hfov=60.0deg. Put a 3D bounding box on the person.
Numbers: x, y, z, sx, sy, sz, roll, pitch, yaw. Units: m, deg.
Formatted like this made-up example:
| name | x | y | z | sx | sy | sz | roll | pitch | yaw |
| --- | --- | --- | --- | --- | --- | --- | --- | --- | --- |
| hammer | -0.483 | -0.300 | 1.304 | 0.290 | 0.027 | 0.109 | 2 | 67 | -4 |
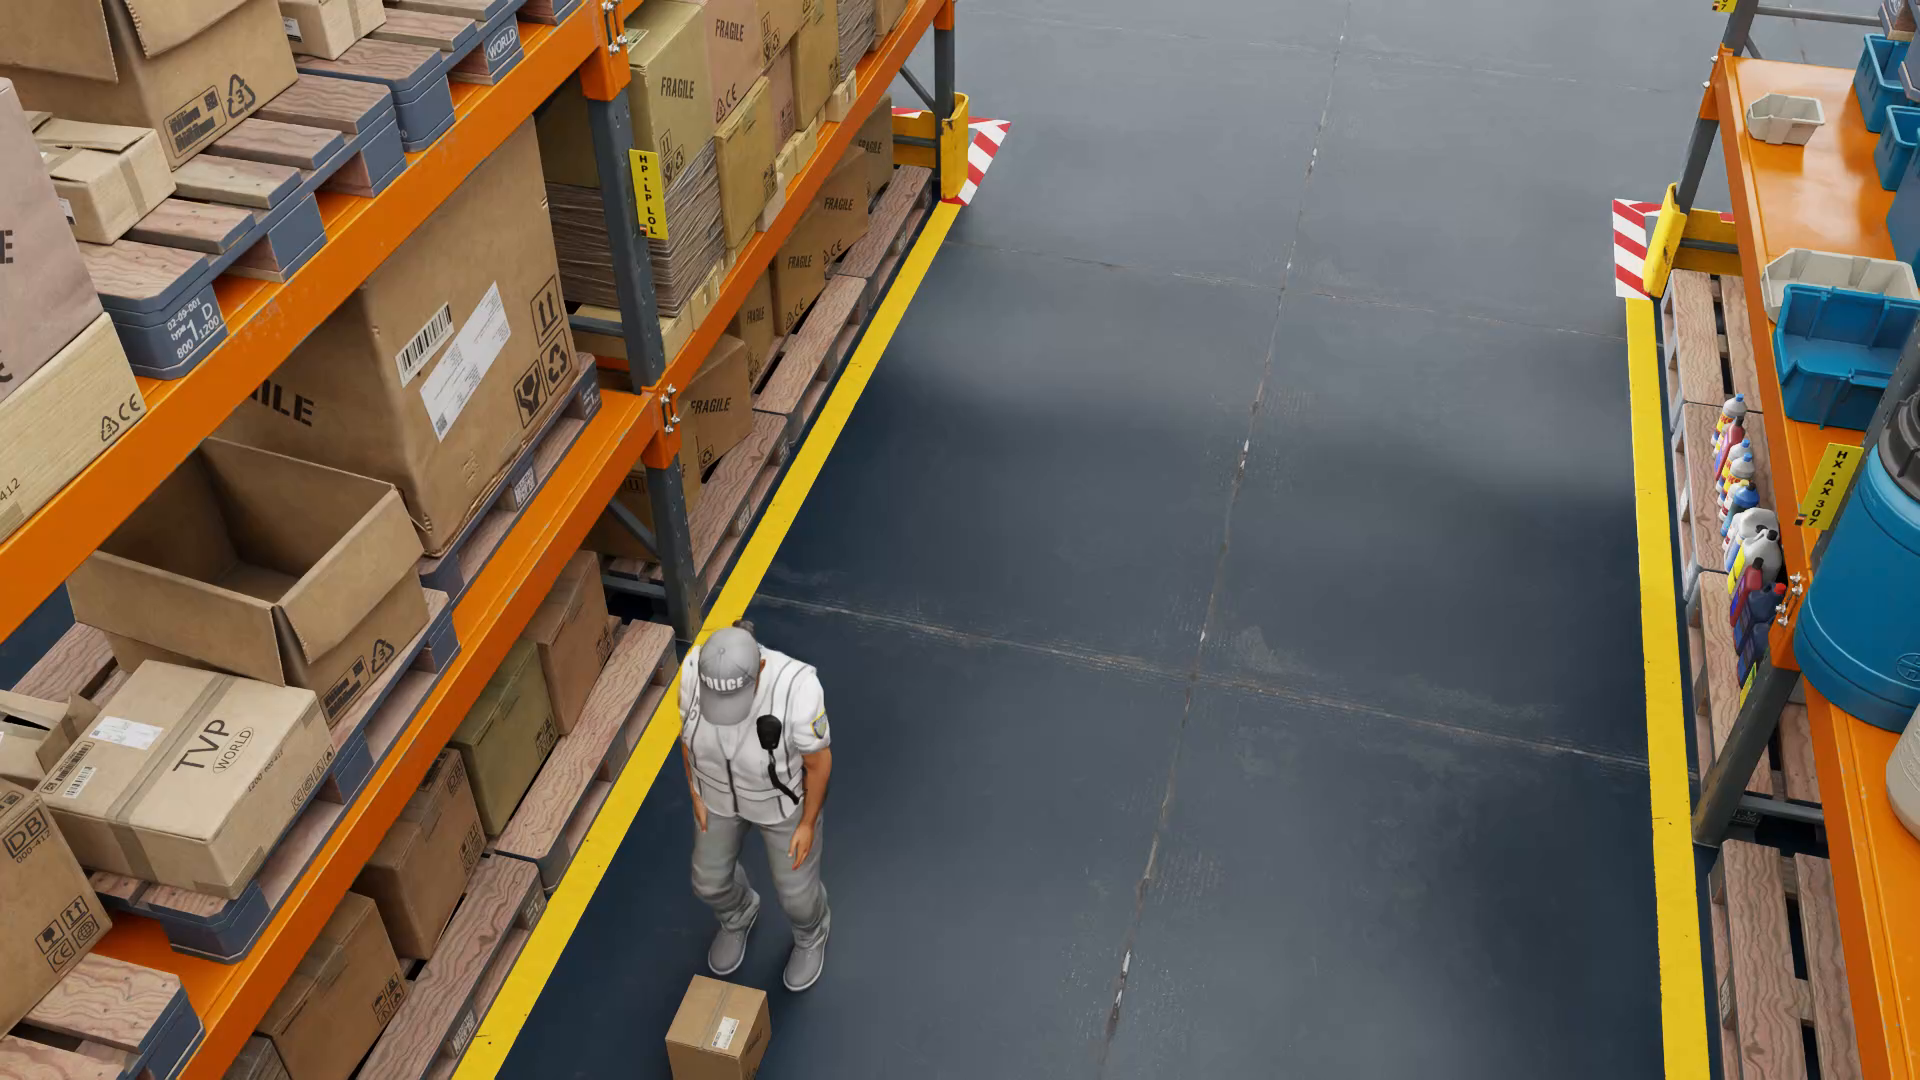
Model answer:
| name | x | y | z | sx | sy | sz | roll | pitch | yaw |
| --- | --- | --- | --- | --- | --- | --- | --- | --- | --- |
| person | -0.630 | 0.823 | 5.264 | 0.496 | 1.621 | 0.479 | 11 | 42 | 12 |
